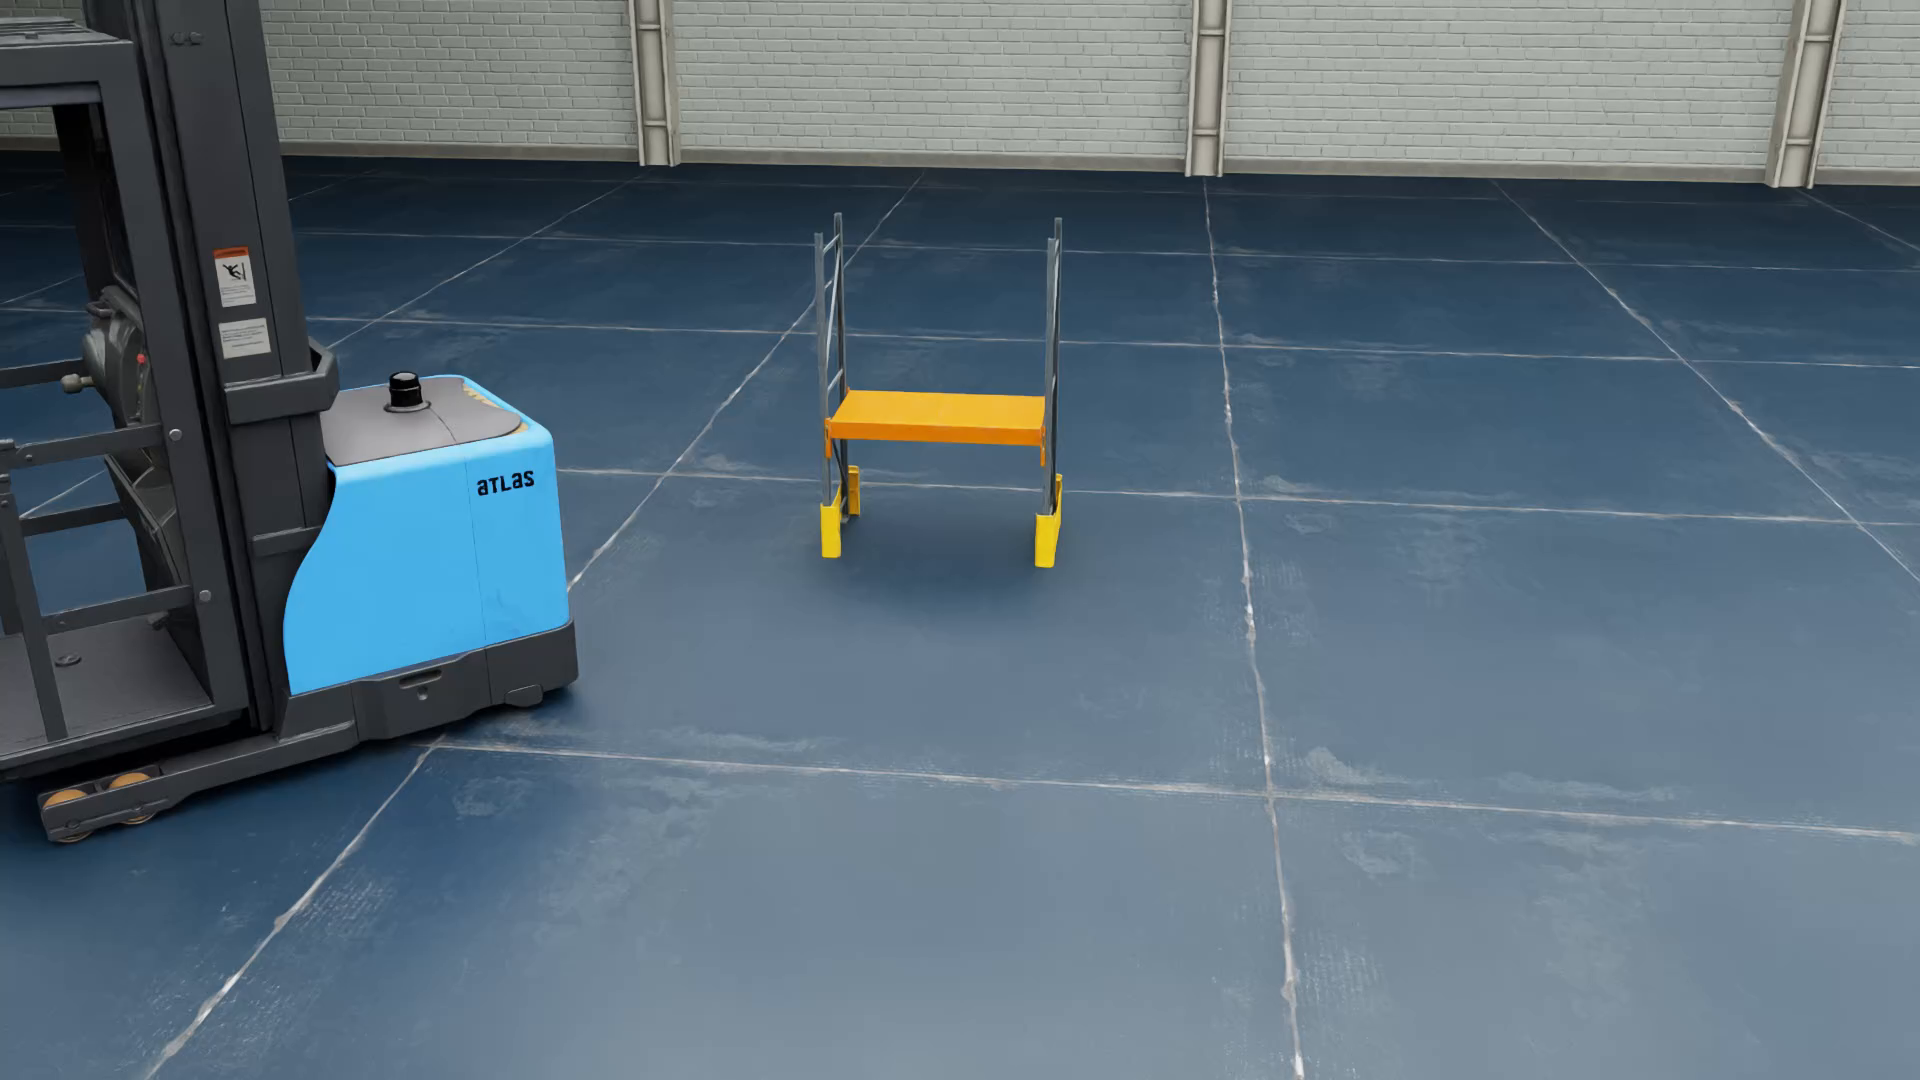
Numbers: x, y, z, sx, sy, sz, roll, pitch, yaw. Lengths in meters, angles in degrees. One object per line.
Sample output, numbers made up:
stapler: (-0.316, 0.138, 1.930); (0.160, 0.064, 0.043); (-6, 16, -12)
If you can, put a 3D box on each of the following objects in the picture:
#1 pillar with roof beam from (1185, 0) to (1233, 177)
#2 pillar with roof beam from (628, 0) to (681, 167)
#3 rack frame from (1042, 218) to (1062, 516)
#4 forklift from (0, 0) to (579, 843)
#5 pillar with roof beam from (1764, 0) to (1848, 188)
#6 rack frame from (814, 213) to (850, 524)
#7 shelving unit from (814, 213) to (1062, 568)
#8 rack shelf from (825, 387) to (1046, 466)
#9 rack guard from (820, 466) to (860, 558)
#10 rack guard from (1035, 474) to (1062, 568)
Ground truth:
pillar with roof beam: (2.113, -6.548, 12.263); (0.400, 9.000, 9.100); (2, 22, 6)
pillar with roof beam: (-3.845, -6.808, 12.919); (0.400, 9.000, 9.100); (2, 22, 6)
rack frame: (0.420, -0.679, 7.618); (0.032, 1.500, 0.500); (2, 22, 6)
forklift: (-2.970, -0.595, 5.459); (3.031, 2.935, 1.130); (-14, 26, -32)
pillar with roof beam: (8.072, -6.288, 11.606); (0.400, 9.000, 9.100); (2, 22, 6)
rack frame: (-0.590, -0.723, 7.729); (0.032, 1.500, 0.500); (2, 22, 6)
shelving unit: (-0.076, -0.701, 7.672); (1.083, 1.500, 0.587); (2, 22, 6)
rack shelf: (-0.085, -0.534, 7.740); (1.000, 0.185, 0.538); (2, 22, 6)
rack guard: (-0.570, -0.141, 7.957); (0.087, 0.250, 0.587); (2, 22, 6)
rack guard: (0.419, -0.098, 7.848); (0.087, 0.250, 0.587); (2, 22, 6)
